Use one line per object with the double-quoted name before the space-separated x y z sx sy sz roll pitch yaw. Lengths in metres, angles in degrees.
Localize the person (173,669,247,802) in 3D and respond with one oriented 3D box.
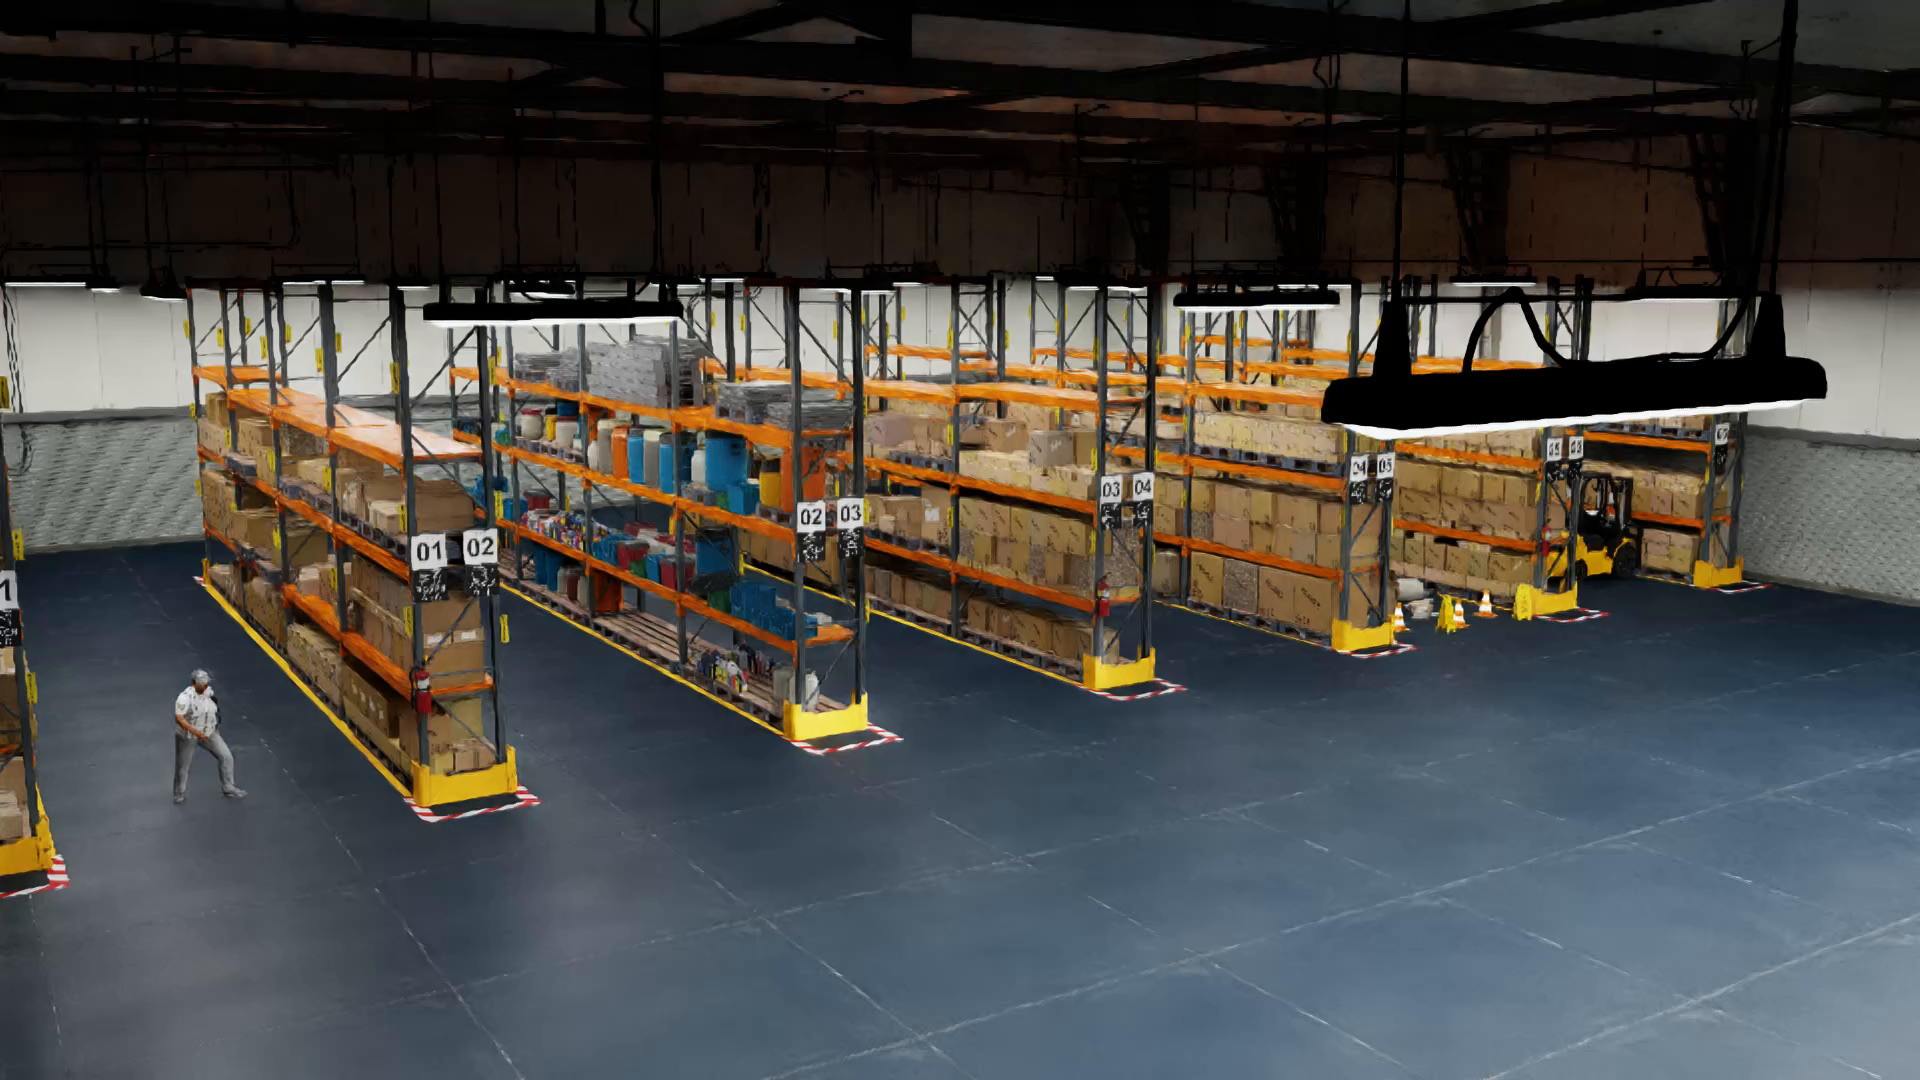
"person" -8.954 2.283 19.608 0.767 1.607 0.655 7 12 36
